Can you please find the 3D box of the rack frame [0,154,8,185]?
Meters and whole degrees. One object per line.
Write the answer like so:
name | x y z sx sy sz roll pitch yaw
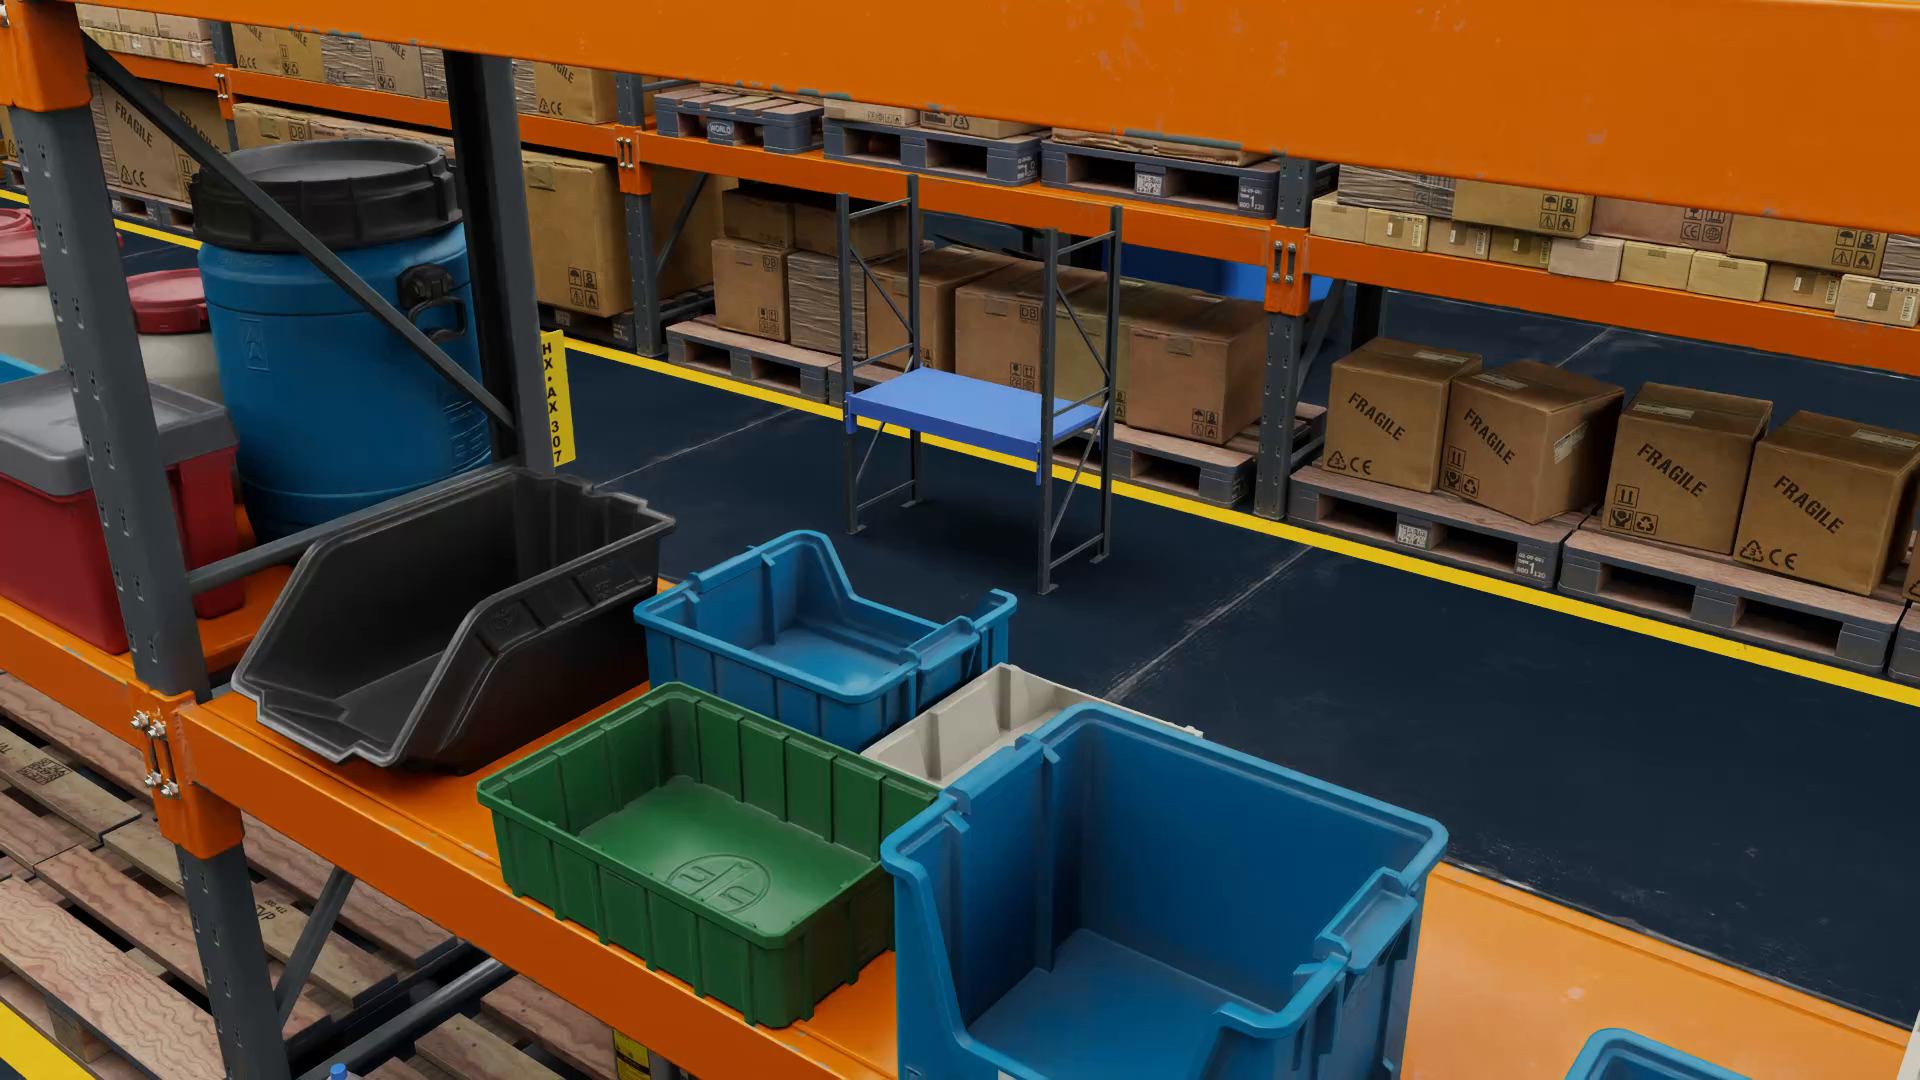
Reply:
rack frame | -7.935 -4.528 13.807 0.127 3.000 1.000 17 29 33

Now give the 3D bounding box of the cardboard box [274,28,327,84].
cardboard box | -4.113 -3.293 10.880 0.500 0.500 0.500 17 29 33

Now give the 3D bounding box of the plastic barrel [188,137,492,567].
plastic barrel | -1.431 -0.449 3.926 0.708 0.901 0.600 17 29 33

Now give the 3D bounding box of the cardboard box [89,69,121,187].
cardboard box | -6.647 -3.399 13.358 0.875 0.875 0.875 17 29 33

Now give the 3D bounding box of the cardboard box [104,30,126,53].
cardboard box | -5.999 -3.662 12.154 0.250 0.149 0.380 17 29 34

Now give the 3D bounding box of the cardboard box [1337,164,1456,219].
cardboard box | 1.990 -1.679 6.848 0.500 0.500 0.875 17 29 33

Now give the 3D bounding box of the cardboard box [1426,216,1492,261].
cardboard box | 2.068 -1.246 6.669 0.250 0.149 0.380 17 29 33

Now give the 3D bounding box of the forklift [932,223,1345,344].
forklift | 0.980 -2.870 10.129 1.130 2.935 3.031 -17 29 -33

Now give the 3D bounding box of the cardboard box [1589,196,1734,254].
cardboard box | 2.830 -1.459 6.347 0.500 0.500 0.875 17 29 33

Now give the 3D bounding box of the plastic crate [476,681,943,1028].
plastic crate | -0.386 0.488 2.685 0.662 0.188 0.450 17 29 33

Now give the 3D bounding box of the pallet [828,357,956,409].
pallet | 0.063 -0.833 8.878 1.213 0.211 1.003 17 29 33

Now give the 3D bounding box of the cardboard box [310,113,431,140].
cardboard box | -3.495 -2.416 11.128 0.875 0.875 1.225 16 28 32

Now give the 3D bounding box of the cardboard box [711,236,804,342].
cardboard box | -0.985 -1.495 9.478 0.500 0.500 0.700 15 28 31

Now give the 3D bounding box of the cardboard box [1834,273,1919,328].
cardboard box | 3.253 -0.875 5.827 0.250 0.149 0.380 17 29 33

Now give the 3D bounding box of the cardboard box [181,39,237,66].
cardboard box | -5.175 -3.414 11.589 0.250 0.149 0.380 17 29 34

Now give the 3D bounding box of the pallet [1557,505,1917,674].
pallet | 3.206 0.096 6.771 1.213 0.211 1.003 17 29 33

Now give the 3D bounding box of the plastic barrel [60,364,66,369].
plastic barrel | -2.270 -0.334 4.460 0.301 0.262 0.301 0 24 0

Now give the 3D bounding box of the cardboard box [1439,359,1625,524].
cardboard box | 2.426 -0.429 7.082 0.500 0.500 0.500 -16 28 -31

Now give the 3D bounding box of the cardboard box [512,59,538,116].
cardboard box | -2.473 -2.801 9.763 0.500 0.500 0.500 17 29 33

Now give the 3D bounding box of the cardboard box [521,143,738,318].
cardboard box | -2.073 -1.987 10.154 0.875 0.875 1.225 15 28 31

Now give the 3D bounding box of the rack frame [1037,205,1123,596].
rack frame | 0.475 -0.543 6.622 0.032 1.500 0.500 17 29 33

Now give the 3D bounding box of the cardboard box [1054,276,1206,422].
cardboard box | 0.818 -0.960 8.264 0.500 0.500 0.700 17 29 33

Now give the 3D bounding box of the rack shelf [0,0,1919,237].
rack shelf | 0.297 -0.588 2.036 4.000 0.370 1.077 17 29 33

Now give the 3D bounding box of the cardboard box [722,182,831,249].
cardboard box | -0.979 -1.842 9.334 0.500 0.250 0.500 18 30 35

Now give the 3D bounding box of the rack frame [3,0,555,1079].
rack frame | -1.303 -0.028 3.594 0.127 3.000 1.000 17 29 33

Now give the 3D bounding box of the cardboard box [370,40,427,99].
cardboard box | -3.297 -3.049 10.326 0.500 0.500 0.500 17 29 34

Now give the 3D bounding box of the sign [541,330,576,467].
sign | -0.965 -0.330 3.935 0.005 0.325 0.100 17 29 33

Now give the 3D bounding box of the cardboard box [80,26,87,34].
cardboard box | -6.406 -3.786 12.435 0.250 0.149 0.380 17 29 34

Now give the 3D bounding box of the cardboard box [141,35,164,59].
cardboard box | -5.586 -3.538 11.871 0.250 0.149 0.380 16 29 32

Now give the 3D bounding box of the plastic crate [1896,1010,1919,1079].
plastic crate | 1.374 0.740 2.178 0.250 0.136 0.298 17 29 33

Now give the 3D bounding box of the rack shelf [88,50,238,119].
rack shelf | -6.335 -3.715 12.854 4.000 0.370 1.077 17 29 33

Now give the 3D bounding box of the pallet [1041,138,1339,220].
pallet | 1.143 -1.770 7.785 1.213 0.211 1.003 17 29 33

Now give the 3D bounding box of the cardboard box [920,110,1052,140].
cardboard box | 0.225 -2.255 7.999 0.637 0.503 0.797 20 31 38

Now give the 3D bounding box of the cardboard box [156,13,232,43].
cardboard box | -5.245 -3.650 11.632 0.500 0.250 0.500 16 29 32

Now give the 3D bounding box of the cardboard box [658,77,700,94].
cardboard box | -1.759 -2.844 9.862 0.500 0.500 0.500 18 29 35

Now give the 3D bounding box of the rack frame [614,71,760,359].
rack frame | -1.534 -2.593 9.416 0.127 3.000 1.000 17 29 33

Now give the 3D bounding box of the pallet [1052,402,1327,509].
pallet | 1.043 -0.538 8.209 1.213 0.211 1.003 17 29 33

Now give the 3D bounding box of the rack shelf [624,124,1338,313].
rack shelf | 0.067 -1.781 8.463 4.000 0.370 1.077 17 29 33

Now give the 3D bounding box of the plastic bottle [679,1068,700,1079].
plastic bottle | -0.530 1.180 3.684 0.135 0.276 0.152 17 29 33

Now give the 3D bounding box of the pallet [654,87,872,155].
pallet | -0.899 -2.368 9.141 1.003 0.211 1.213 17 29 33

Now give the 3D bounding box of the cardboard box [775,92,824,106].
cardboard box | -0.571 -2.611 8.811 0.700 0.500 0.500 -22 32 -40

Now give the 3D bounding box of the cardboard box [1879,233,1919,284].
cardboard box | 3.598 -1.200 5.760 0.500 0.500 0.875 17 29 33

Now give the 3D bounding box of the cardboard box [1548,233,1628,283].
cardboard box | 2.449 -1.115 6.372 0.250 0.149 0.380 17 29 33

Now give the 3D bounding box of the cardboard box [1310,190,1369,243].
cardboard box | 1.659 -1.362 6.933 0.250 0.149 0.380 17 29 33

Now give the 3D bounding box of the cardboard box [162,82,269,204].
cardboard box | -5.215 -2.966 12.376 0.875 0.875 0.875 17 29 33

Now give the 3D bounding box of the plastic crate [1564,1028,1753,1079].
plastic crate | 0.801 0.824 1.844 0.408 0.251 0.499 17 29 33

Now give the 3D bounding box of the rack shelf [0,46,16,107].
rack shelf | -2.904 -1.555 4.232 4.000 0.370 1.077 17 29 33

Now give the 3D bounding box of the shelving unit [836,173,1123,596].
shelving unit | 0.068 -0.666 6.901 1.048 1.500 0.538 17 29 33

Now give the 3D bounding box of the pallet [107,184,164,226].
pallet | -6.276 -2.789 13.317 1.213 0.211 1.003 17 29 33

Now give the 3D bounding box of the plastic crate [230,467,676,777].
plastic crate | -0.961 0.168 3.226 0.504 0.338 0.767 17 29 33

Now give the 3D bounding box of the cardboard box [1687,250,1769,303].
cardboard box | 2.867 -1.004 6.119 0.250 0.149 0.380 17 29 33

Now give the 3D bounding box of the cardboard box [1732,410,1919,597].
cardboard box | 3.390 -0.155 6.460 0.500 0.500 0.500 20 31 38

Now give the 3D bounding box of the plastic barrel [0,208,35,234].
plastic barrel | -2.871 -0.674 4.892 0.433 0.535 0.433 0 24 0

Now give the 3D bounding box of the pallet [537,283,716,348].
pallet | -2.119 -1.532 10.466 1.213 0.211 1.003 17 29 33

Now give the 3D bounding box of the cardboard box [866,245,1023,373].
cardboard box | -0.076 -1.230 8.877 0.500 0.500 0.700 20 31 38

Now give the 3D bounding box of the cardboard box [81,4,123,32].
cardboard box | -6.069 -3.898 12.194 0.500 0.250 0.500 18 29 34

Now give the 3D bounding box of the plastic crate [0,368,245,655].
plastic crate | -1.874 -0.076 3.622 0.583 0.464 0.402 17 29 33

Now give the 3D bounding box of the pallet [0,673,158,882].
pallet | -2.935 0.776 5.228 1.213 0.211 1.003 17 29 33
